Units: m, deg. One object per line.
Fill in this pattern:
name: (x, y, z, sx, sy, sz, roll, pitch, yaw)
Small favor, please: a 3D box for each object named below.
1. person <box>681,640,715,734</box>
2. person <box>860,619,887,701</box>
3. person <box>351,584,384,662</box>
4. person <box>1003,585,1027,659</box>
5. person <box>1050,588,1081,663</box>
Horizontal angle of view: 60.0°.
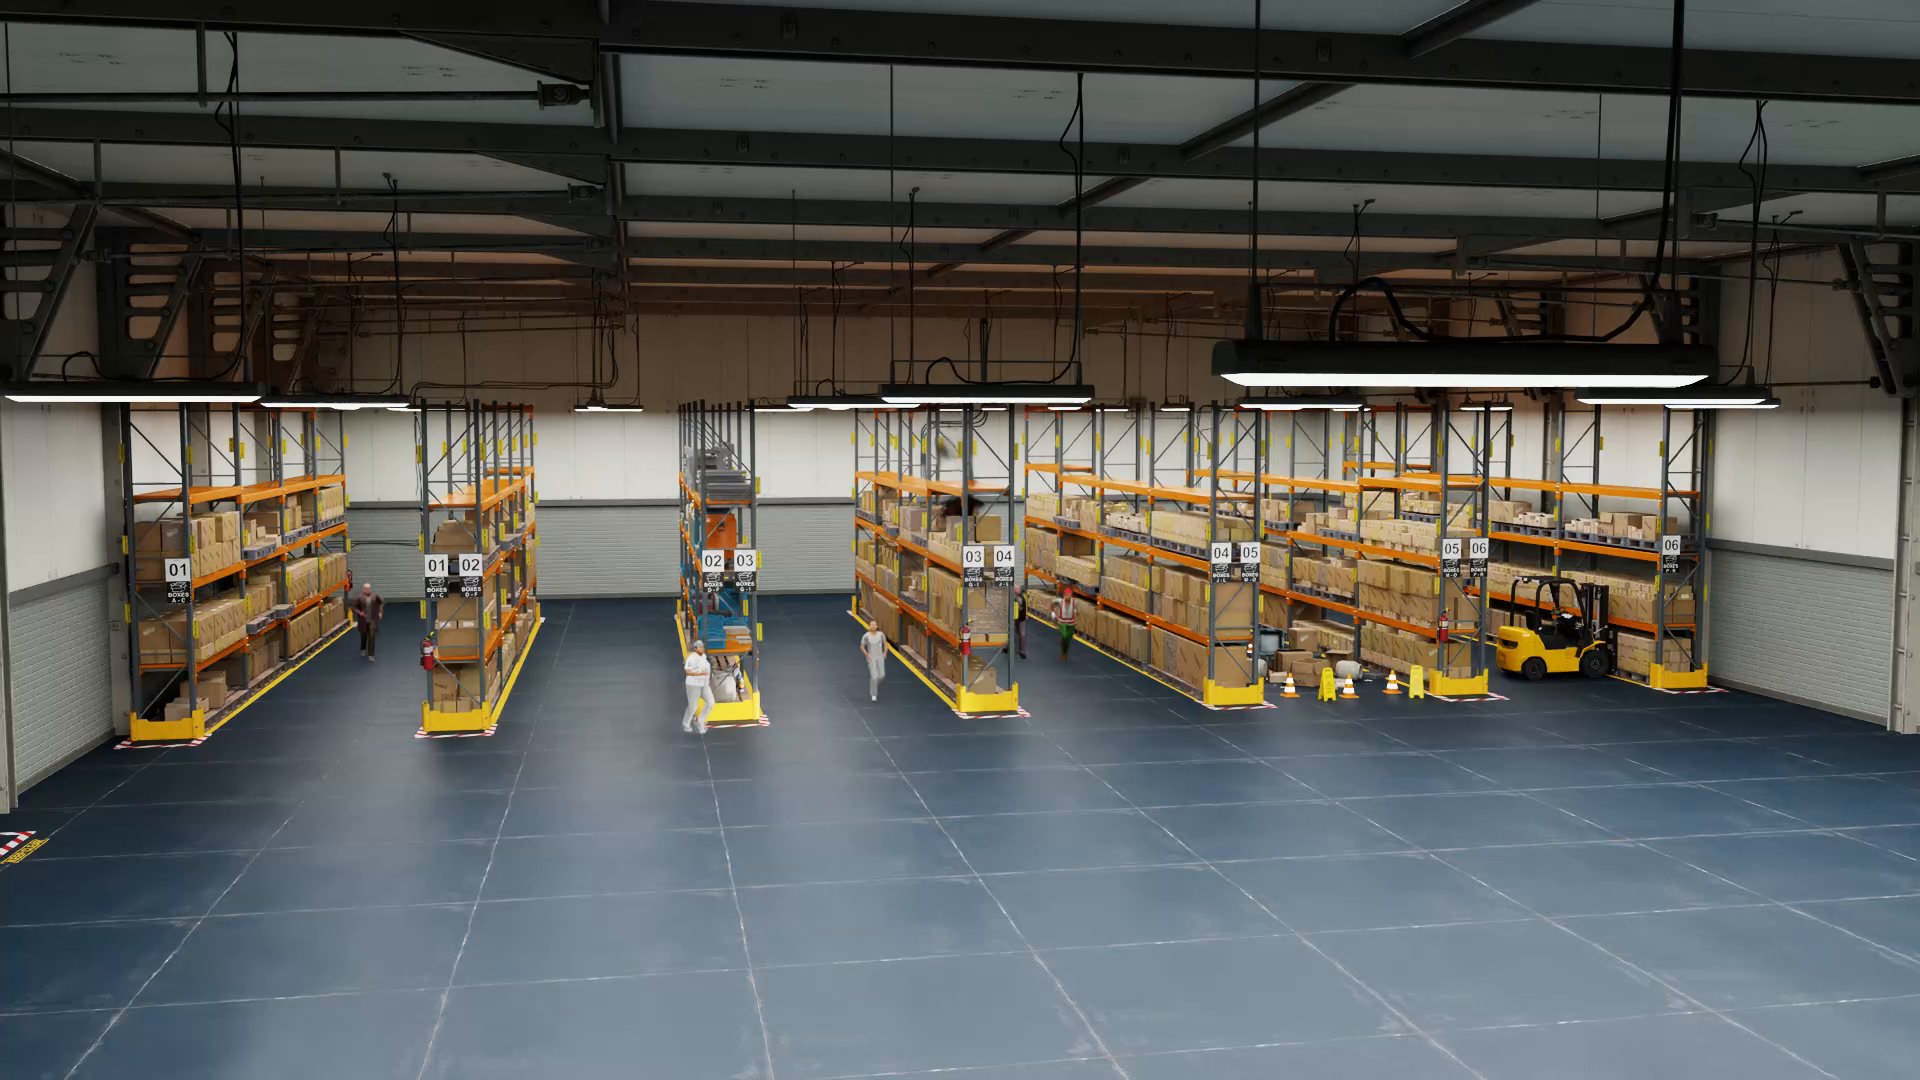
person: (-4.715, 2.652, 29.899, 0.641, 1.708, 0.630, 3, 5, 35)
person: (-1.709, 2.399, 33.347, 0.571, 1.633, 0.532, -1, 4, -16)
person: (-13.818, 1.908, 38.803, 0.733, 1.791, 0.925, -2, 5, -25)
person: (1.317, 1.904, 39.037, 0.675, 1.709, 0.906, -2, 5, -28)
person: (2.439, 1.953, 38.282, 0.644, 1.719, 0.921, -1, 4, -11)
